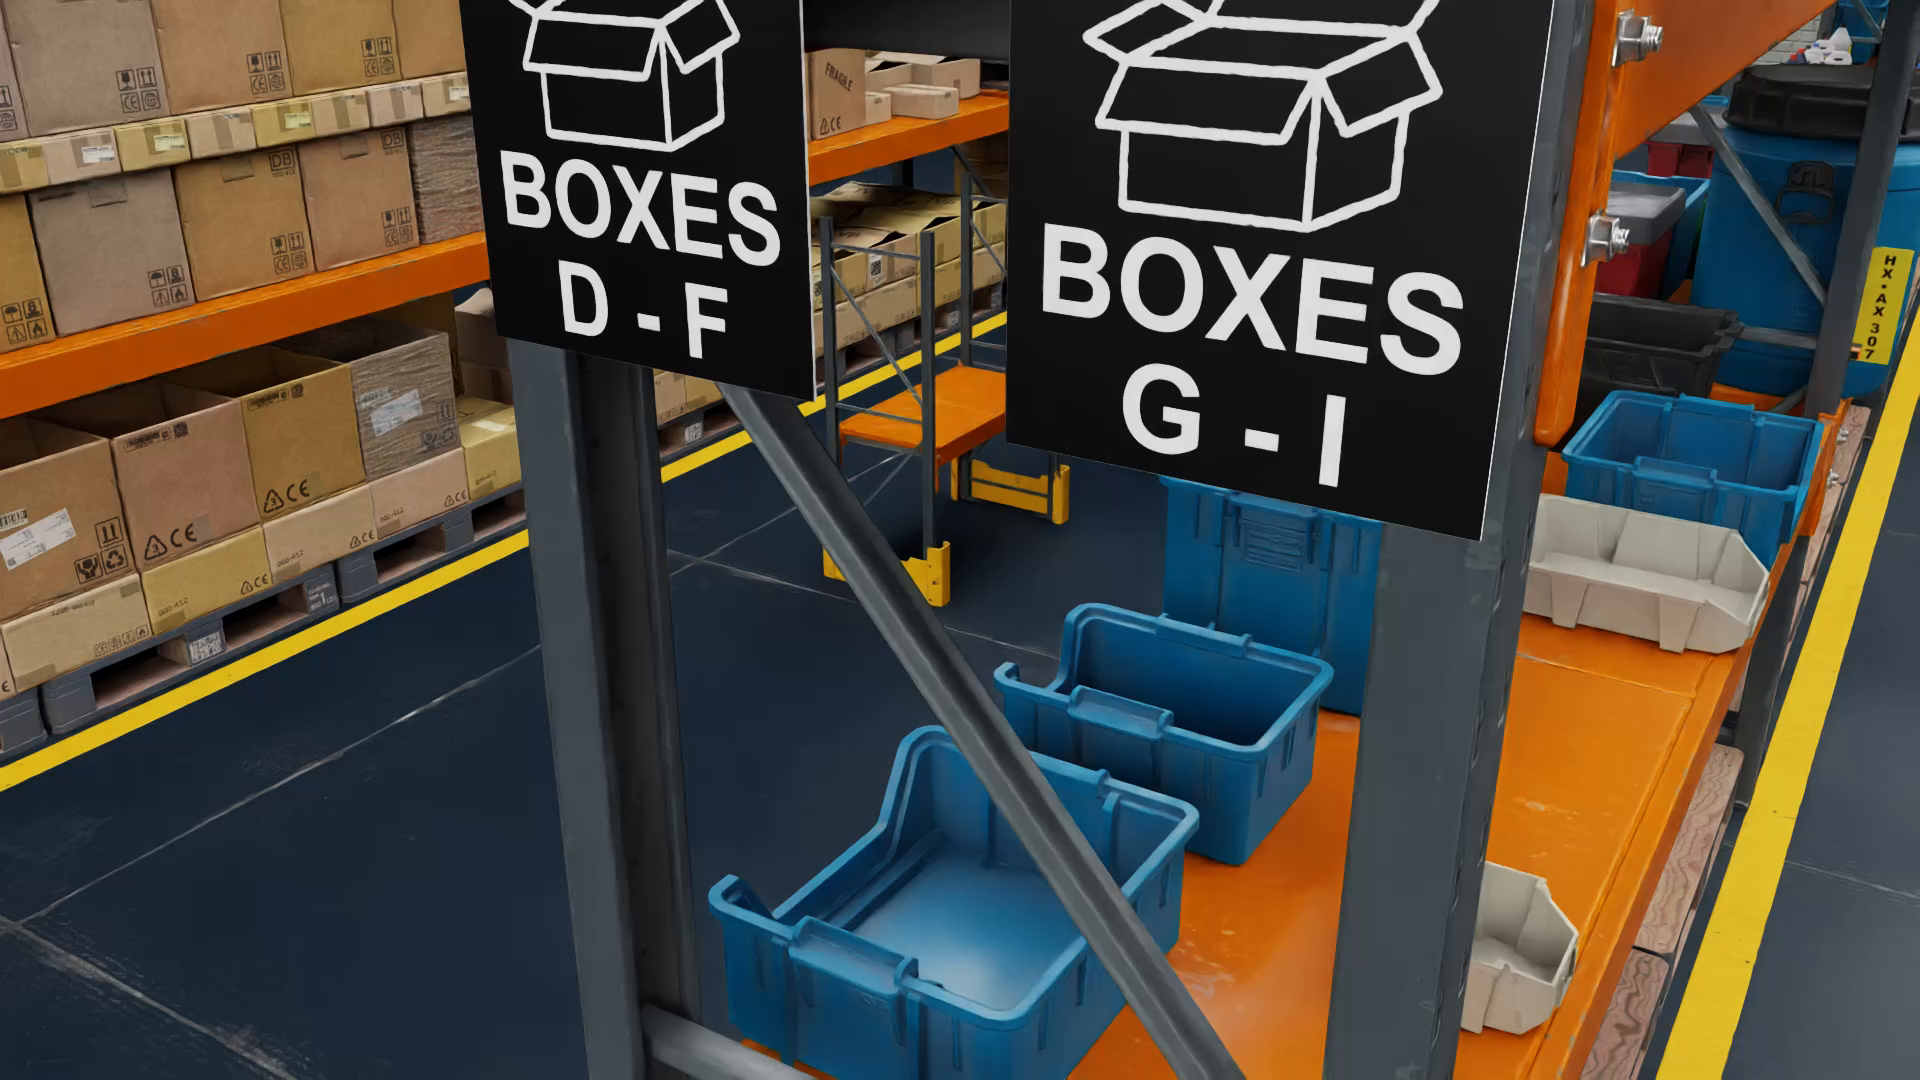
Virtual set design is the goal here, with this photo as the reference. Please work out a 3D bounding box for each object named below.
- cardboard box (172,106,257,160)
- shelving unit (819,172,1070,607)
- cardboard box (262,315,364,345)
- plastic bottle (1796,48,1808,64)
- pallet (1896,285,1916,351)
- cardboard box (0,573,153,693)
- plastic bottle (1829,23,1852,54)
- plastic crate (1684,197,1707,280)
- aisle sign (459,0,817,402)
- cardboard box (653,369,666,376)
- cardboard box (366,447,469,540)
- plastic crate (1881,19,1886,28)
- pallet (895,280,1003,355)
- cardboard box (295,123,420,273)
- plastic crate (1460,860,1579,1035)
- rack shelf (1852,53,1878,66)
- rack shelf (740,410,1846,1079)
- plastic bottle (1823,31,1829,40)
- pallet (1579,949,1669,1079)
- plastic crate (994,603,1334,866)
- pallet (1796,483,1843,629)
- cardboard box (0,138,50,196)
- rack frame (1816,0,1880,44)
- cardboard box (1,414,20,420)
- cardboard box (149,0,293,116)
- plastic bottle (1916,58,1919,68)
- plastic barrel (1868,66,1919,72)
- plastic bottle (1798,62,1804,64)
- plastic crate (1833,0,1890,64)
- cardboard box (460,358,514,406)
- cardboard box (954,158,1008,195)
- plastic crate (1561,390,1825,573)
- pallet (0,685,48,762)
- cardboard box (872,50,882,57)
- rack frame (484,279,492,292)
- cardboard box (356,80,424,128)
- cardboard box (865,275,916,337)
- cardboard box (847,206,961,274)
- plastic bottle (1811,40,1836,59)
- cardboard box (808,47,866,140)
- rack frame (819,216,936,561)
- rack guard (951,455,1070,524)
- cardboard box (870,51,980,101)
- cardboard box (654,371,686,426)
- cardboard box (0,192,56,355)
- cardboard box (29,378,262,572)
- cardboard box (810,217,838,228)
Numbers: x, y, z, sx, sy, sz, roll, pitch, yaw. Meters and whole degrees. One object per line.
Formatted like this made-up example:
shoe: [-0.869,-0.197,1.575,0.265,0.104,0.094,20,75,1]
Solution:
cardboard box: [-2.734,-1.462,5.910,0.380,0.149,0.250,15,27,30]
shelving unit: [-0.040,-0.663,6.893,0.587,1.500,1.083,14,27,29]
cardboard box: [-2.869,-0.697,7.074,0.500,0.500,0.500,14,27,29]
plastic bottle: [4.956,-2.736,9.856,0.144,0.351,0.185,14,27,29]
pallet: [5.239,-1.400,10.218,1.003,0.211,1.213,14,27,29]
cardboard box: [-3.215,0.263,5.800,0.500,0.250,0.500,14,27,29]
plastic bottle: [5.842,-3.257,11.061,0.144,0.351,0.185,14,27,29]
plastic crate: [2.784,-1.194,6.499,0.450,0.188,0.662,14,27,29]
aisle sign: [-0.296,-0.525,1.416,0.394,0.787,0.004,14,27,29]
cardboard box: [-1.672,-0.959,7.917,0.500,0.311,0.500,14,27,29]
cardboard box: [-2.433,-0.246,6.974,0.500,0.250,0.500,14,27,29]
plastic crate: [6.988,-3.902,12.744,0.293,0.136,0.466,14,27,29]
pallet: [-0.459,-1.484,10.413,1.003,0.211,1.213,14,27,29]
cardboard box: [-2.603,-1.399,6.580,0.700,0.500,0.500,14,27,28]
plastic crate: [0.740,0.592,2.439,0.298,0.136,0.250,14,27,29]
rack shelf: [7.380,-3.689,12.902,1.077,0.370,4.000,14,27,29]
rack shelf: [1.050,0.361,3.547,1.077,0.370,4.000,14,27,29]
plastic bottle: [5.769,-3.257,11.144,0.061,0.283,0.133,14,27,29]
pallet: [1.072,1.267,4.059,1.003,0.211,1.213,14,27,29]
plastic crate: [0.352,0.324,2.913,0.499,0.251,0.408,14,27,29]
pallet: [3.129,-0.051,7.103,1.003,0.211,1.213,14,27,29]
cardboard box: [-3.144,-1.200,5.303,0.380,0.149,0.250,13,27,28]
rack frame: [6.325,-3.345,11.200,1.000,3.000,0.127,14,27,29]
cardboard box: [-3.666,-0.193,5.908,0.500,0.500,0.500,14,27,29]
cardboard box: [-2.860,-1.834,5.952,0.700,0.500,0.500,14,27,29]
plastic bottle: [5.746,-2.766,10.025,0.097,0.271,0.097,0,23,0]
plastic barrel: [4.227,-1.837,7.546,0.600,0.536,0.708,14,27,29]
plastic bottle: [4.888,-2.647,9.736,0.061,0.283,0.133,14,27,29]
plastic crate: [6.281,-3.594,11.720,0.392,0.384,0.575,14,27,29]
cardboard box: [-2.129,-0.815,8.290,0.500,0.250,0.500,14,27,28]
cardboard box: [0.302,-2.453,11.734,0.500,0.500,0.500,15,28,31]
plastic crate: [1.752,-0.146,3.998,0.499,0.251,0.616,14,27,29]
pallet: [-3.844,0.679,5.416,1.003,0.211,1.213,14,27,29]
cardboard box: [-1.070,-5.039,17.732,0.700,0.500,0.500,15,27,30]
rack frame: [-2.101,-1.684,7.364,1.000,3.000,0.127,14,27,29]
cardboard box: [-2.331,-1.719,6.502,0.380,0.149,0.250,13,27,27]
cardboard box: [-0.599,-1.392,9.623,0.500,0.250,0.500,15,27,30]
cardboard box: [-0.327,-1.817,9.898,0.500,0.311,0.500,13,27,28]
plastic bottle: [5.564,-3.088,10.763,0.152,0.276,0.135,14,27,29]
cardboard box: [-0.863,-2.510,9.146,0.500,0.500,0.500,12,26,26]
rack frame: [-0.313,-0.488,6.489,0.500,1.500,0.032,14,27,29]
rack guard: [0.222,-0.257,7.529,0.587,0.250,0.087,14,27,29]
cardboard box: [-0.221,-2.879,10.238,0.500,0.311,0.500,16,28,32]
cardboard box: [-1.678,-0.699,8.021,0.500,0.250,0.500,13,27,28]
cardboard box: [-3.415,-0.879,5.379,0.700,0.500,0.500,14,27,29]
cardboard box: [-2.946,-0.249,6.038,0.500,0.500,0.500,14,27,29]
cardboard box: [-1.058,-1.756,9.757,0.500,0.311,0.500,13,27,28]
